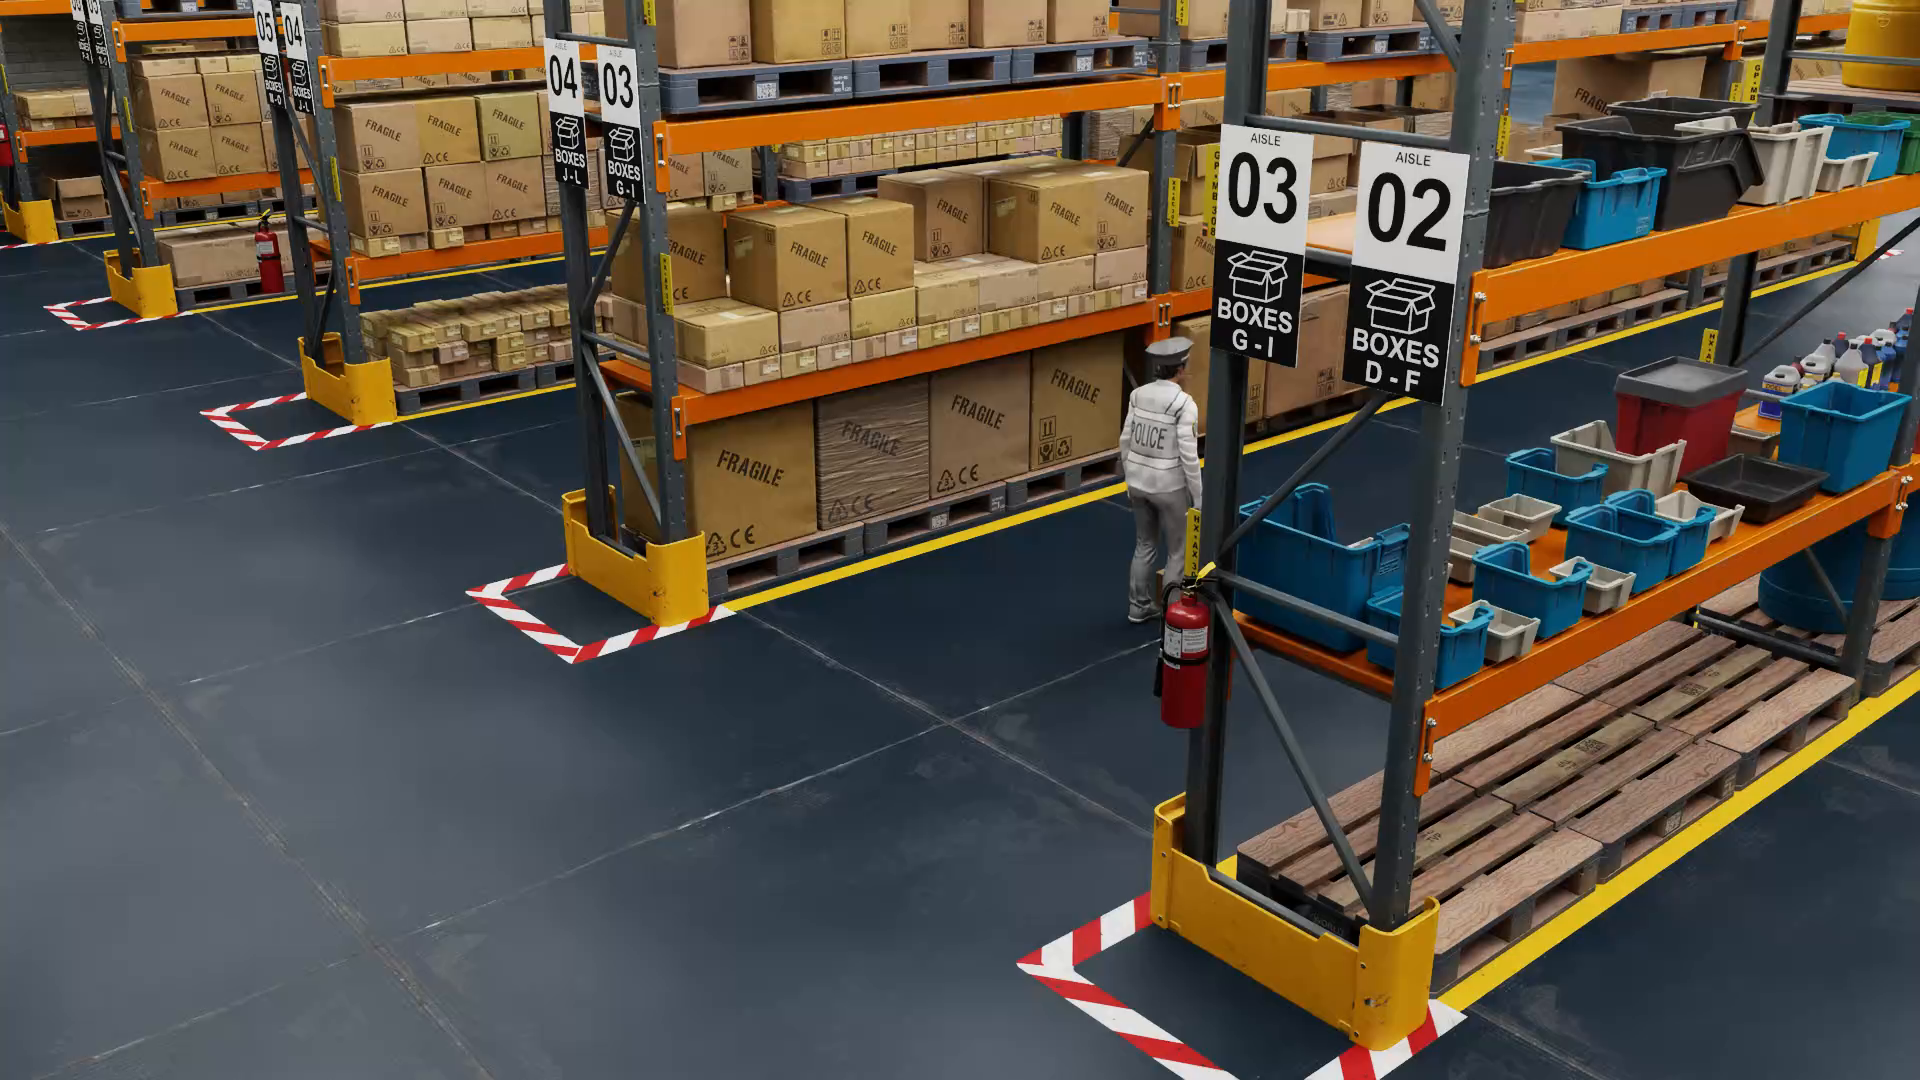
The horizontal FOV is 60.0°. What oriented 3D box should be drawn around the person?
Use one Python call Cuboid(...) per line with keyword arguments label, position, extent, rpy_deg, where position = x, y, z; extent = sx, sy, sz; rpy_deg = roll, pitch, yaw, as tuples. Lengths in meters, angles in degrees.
Cuboid(label="person", position=(1.134, -0.297, 9.344), extent=(0.371, 1.666, 0.547), rpy_deg=(-19, 28, -40))
